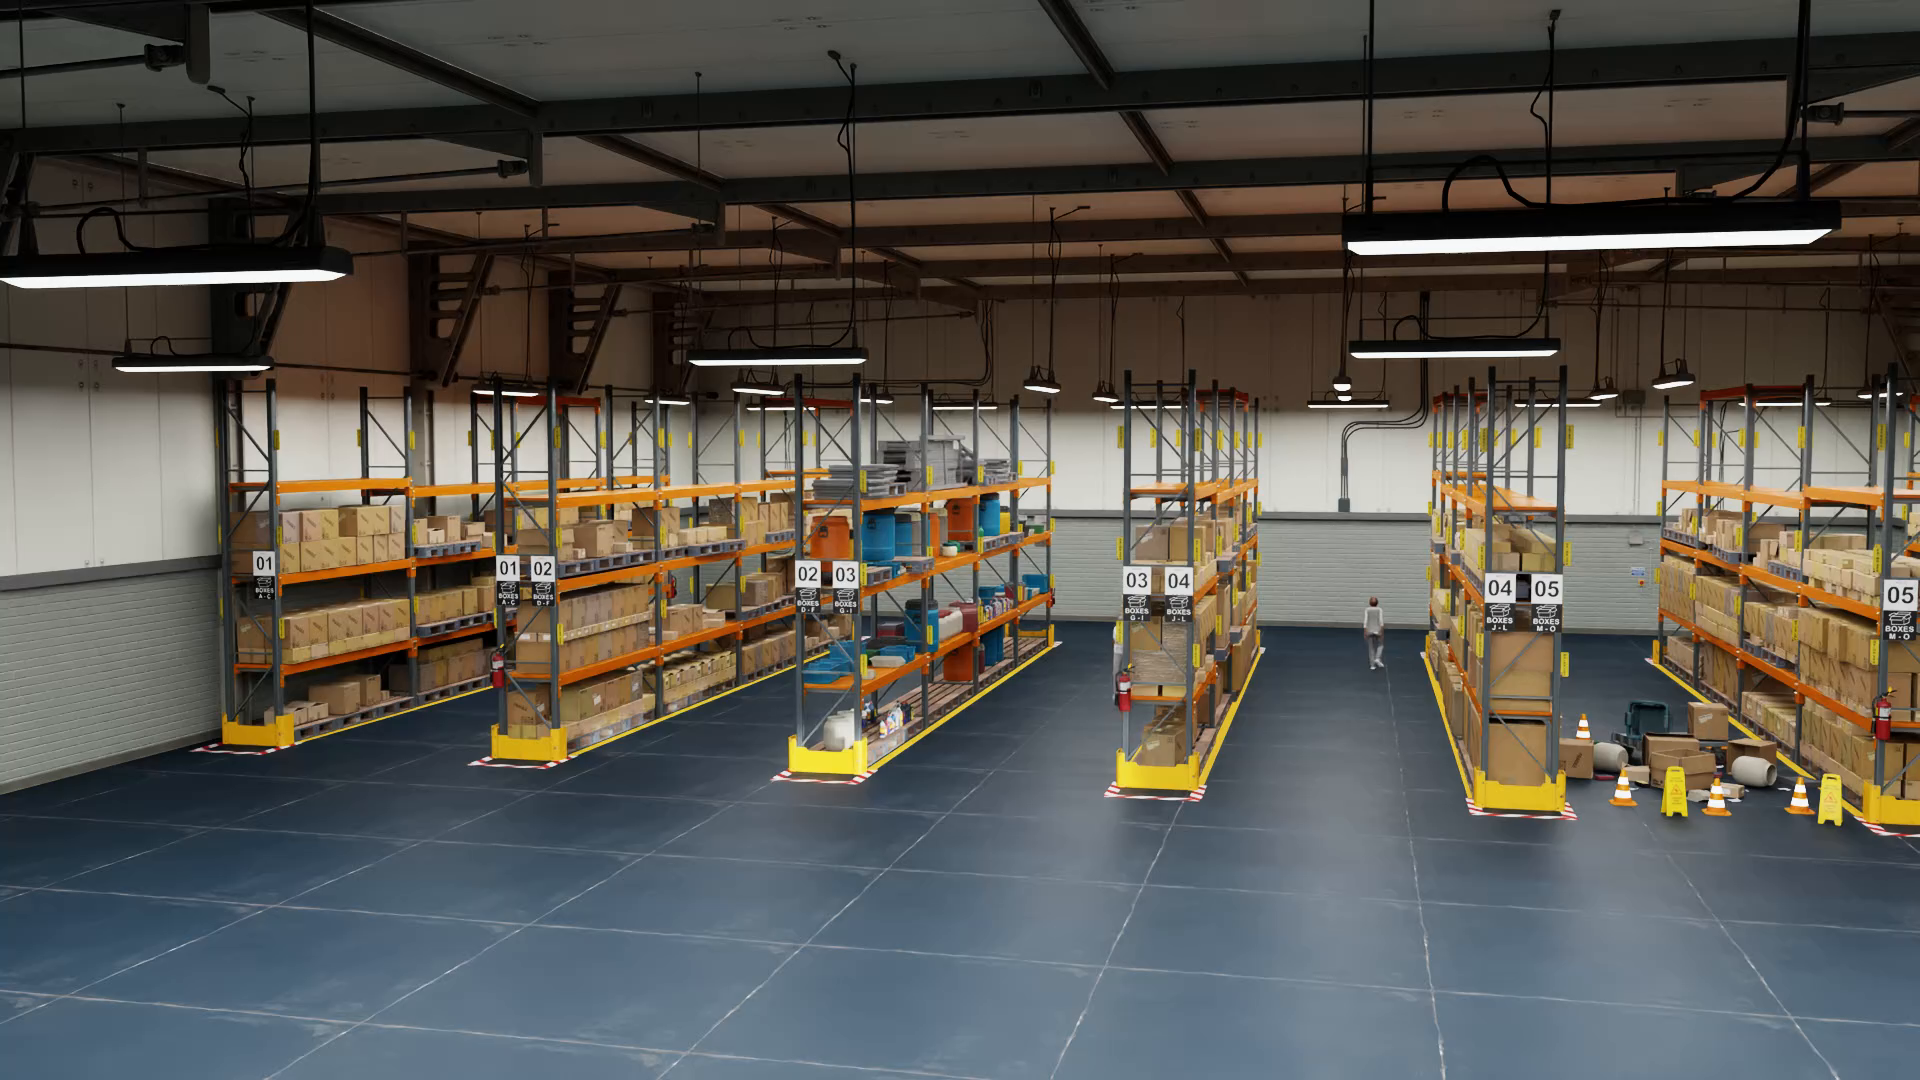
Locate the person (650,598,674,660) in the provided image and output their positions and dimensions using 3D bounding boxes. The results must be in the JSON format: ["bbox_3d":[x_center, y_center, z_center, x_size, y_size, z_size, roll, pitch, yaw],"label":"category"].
[{"bbox_3d":[-6.284,2.067,34.924,0.571,1.759,0.516,-2,4,-25],"label":"person"}]

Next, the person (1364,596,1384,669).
[{"bbox_3d":[9.065,2.046,36.342,0.510,1.641,0.349,-1,4,-20],"label":"person"}]

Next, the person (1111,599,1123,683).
[{"bbox_3d":[3.229,1.990,32.326,0.534,1.699,0.469,-2,4,-35],"label":"person"}]
